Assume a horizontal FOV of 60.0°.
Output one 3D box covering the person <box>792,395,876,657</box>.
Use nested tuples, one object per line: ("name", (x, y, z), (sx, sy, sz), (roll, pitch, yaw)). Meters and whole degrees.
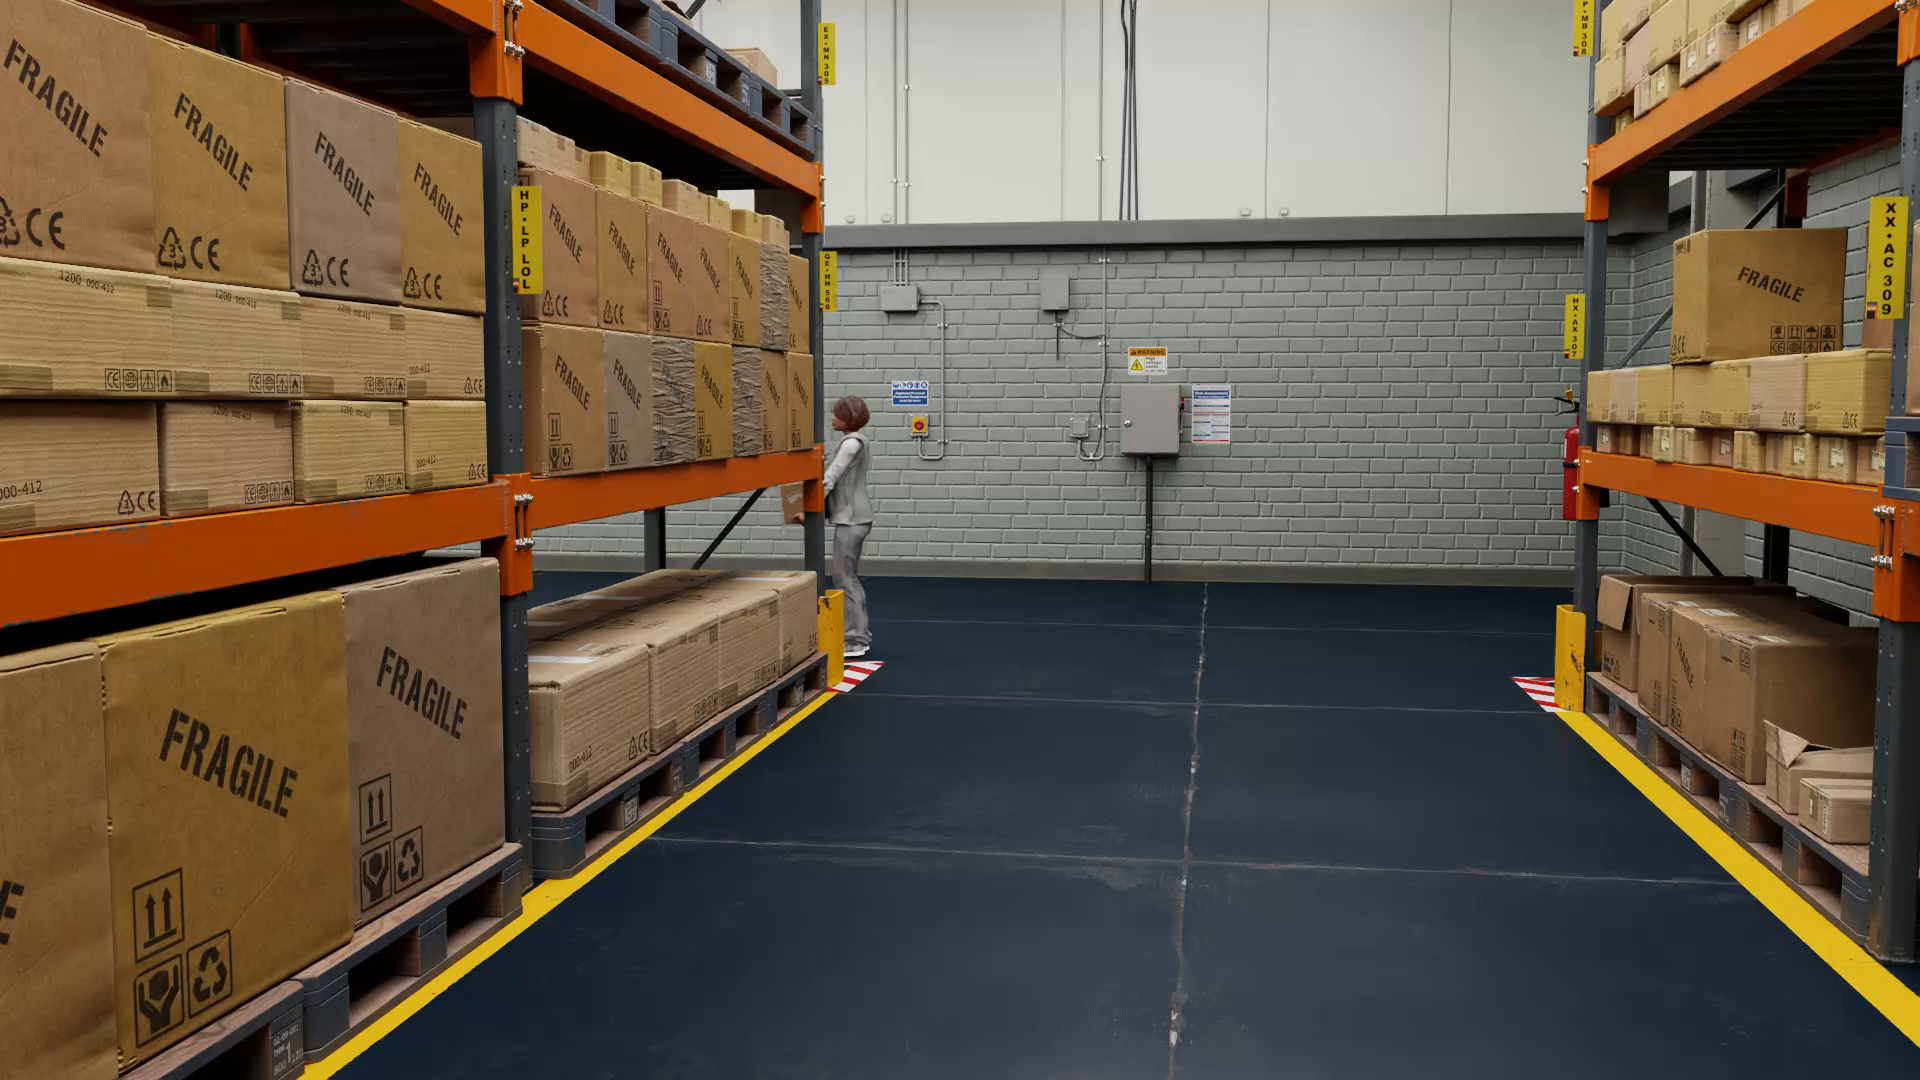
("person", (-0.766, -0.084, 10.182), (0.500, 1.599, 0.375), (0, 5, 2))
